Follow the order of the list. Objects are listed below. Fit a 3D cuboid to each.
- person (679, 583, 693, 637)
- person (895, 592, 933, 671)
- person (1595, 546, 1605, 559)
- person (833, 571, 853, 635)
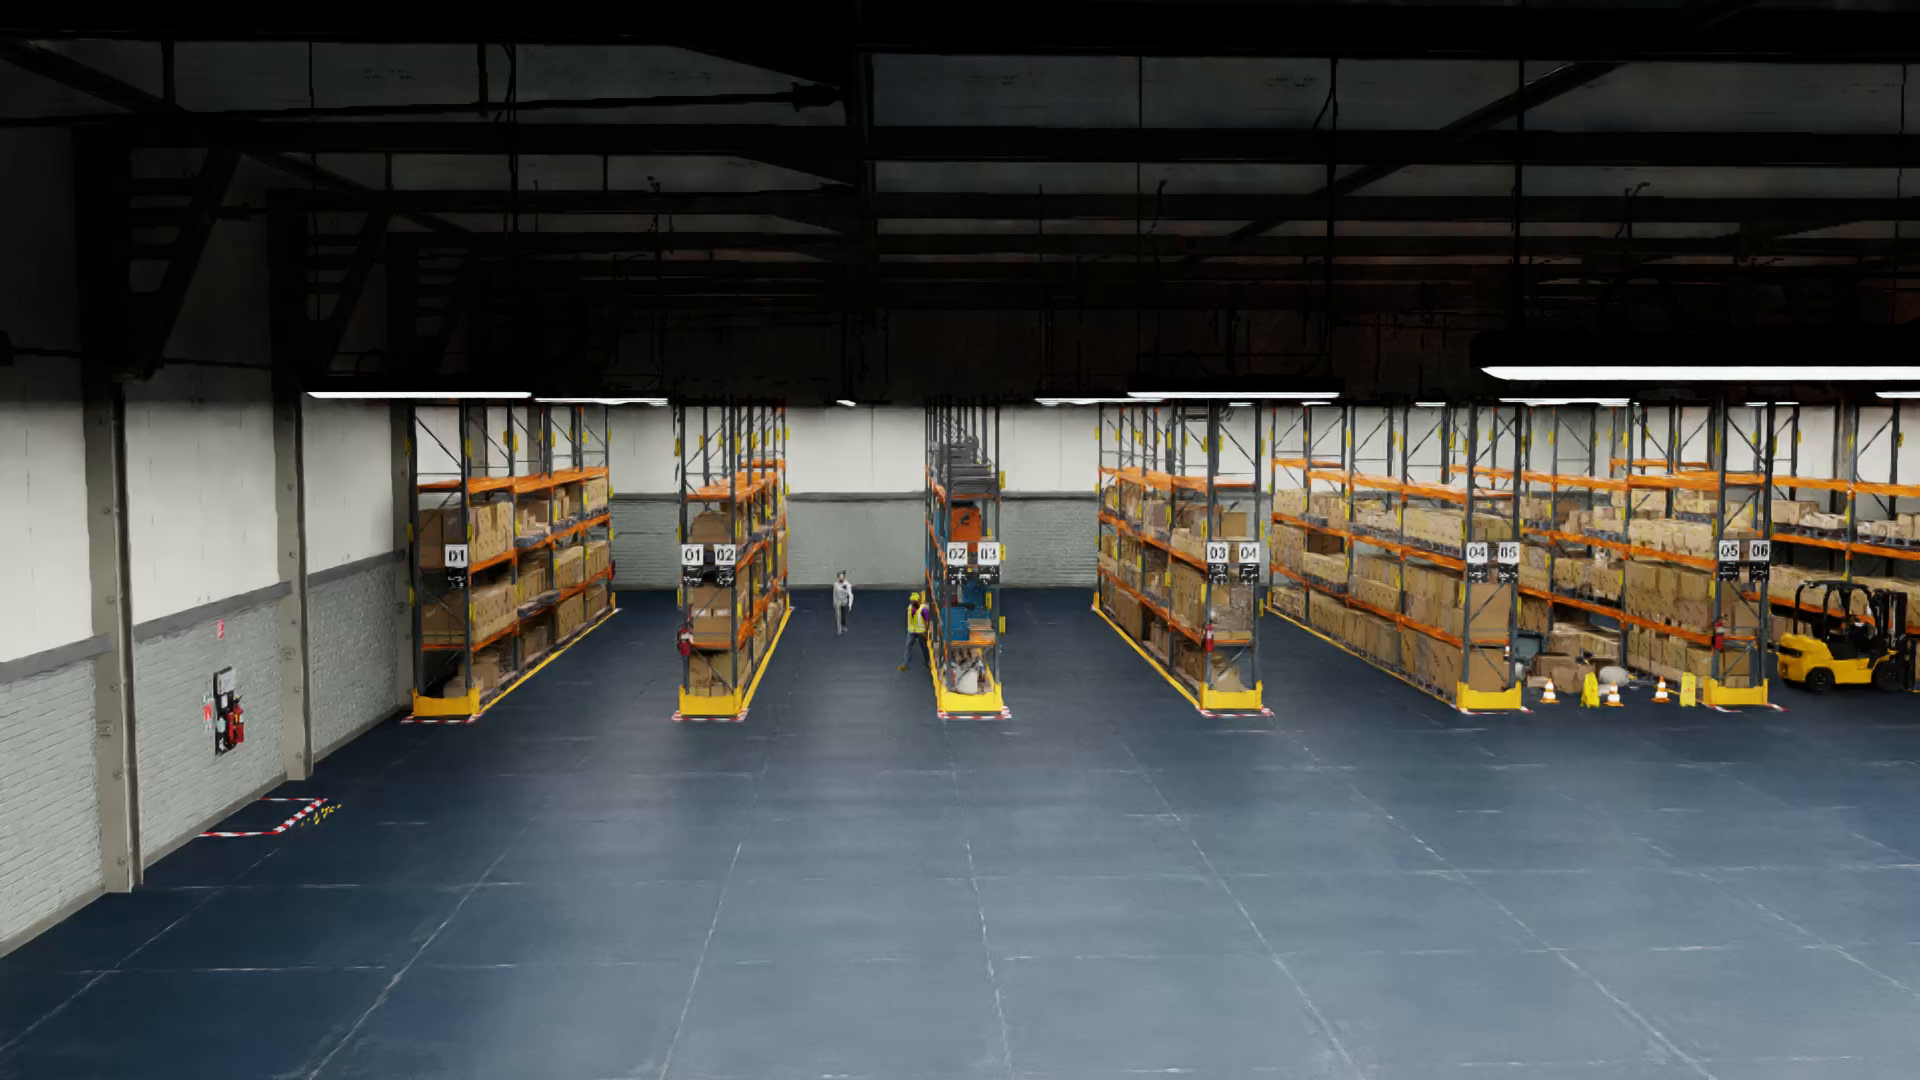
[{"bbox_3d":[-6.843,1.595,41.506,0.569,1.668,0.556,3,5,30],"label":"person"},{"bbox_3d":[-0.962,1.993,36.303,0.620,1.724,0.920,2,5,29],"label":"person"},{"bbox_3d":[19.157,0.959,49.654,0.392,1.670,0.583,-3,5,-35],"label":"person"},{"bbox_3d":[-2.967,1.574,42.154,0.500,1.625,0.997,0,5,-4],"label":"person"}]
